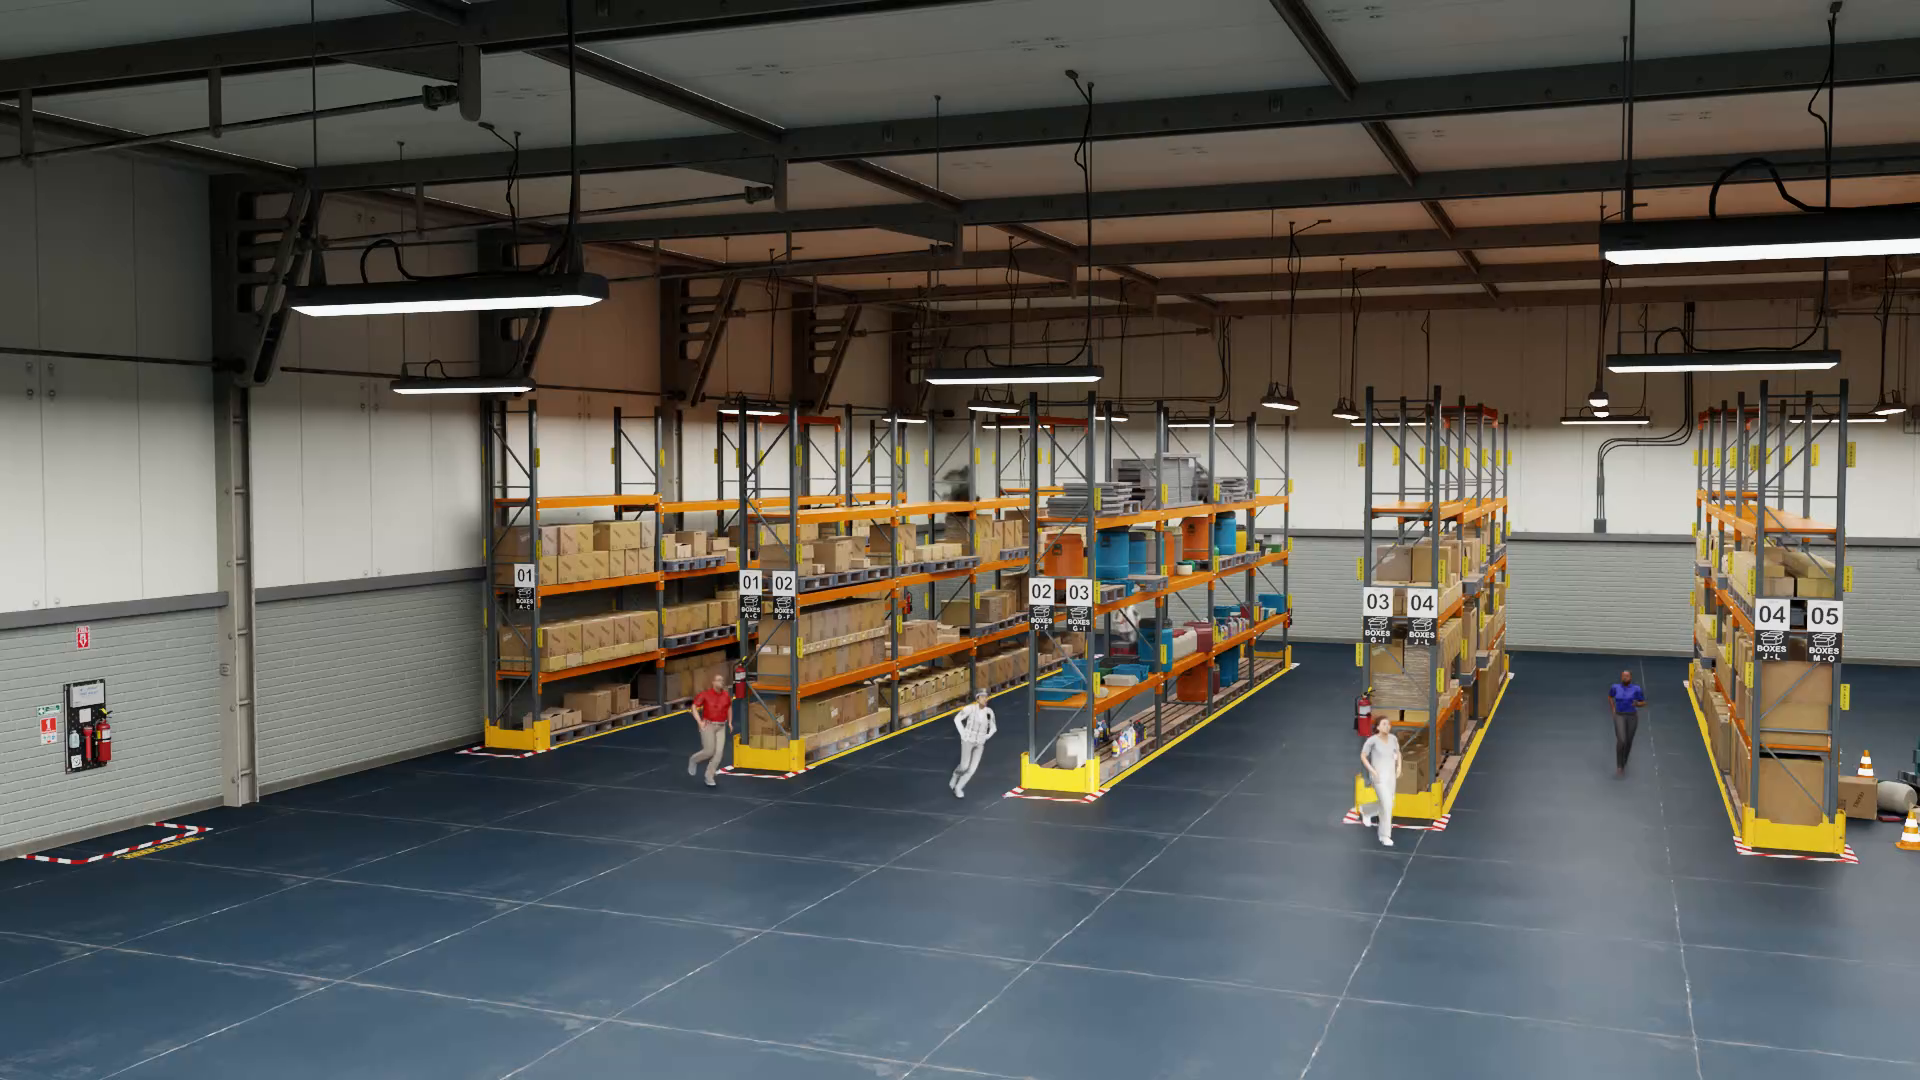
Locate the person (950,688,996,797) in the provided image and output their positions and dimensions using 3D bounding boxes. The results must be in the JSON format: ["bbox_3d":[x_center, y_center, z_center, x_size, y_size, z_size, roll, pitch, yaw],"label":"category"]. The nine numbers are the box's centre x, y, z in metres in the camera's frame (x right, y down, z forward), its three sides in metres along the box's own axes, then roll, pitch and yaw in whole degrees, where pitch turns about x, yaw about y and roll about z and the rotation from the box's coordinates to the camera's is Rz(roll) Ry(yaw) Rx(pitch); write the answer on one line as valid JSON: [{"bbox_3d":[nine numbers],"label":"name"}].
[{"bbox_3d":[0.214,2.981,24.640,0.664,1.609,0.553,-1,3,-14],"label":"person"}]

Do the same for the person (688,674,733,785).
[{"bbox_3d":[-3.785,2.907,25.678,0.706,1.656,0.674,-2,4,-38],"label":"person"}]

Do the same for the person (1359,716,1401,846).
[{"bbox_3d":[5.488,3.107,21.774,0.582,1.661,0.742,-1,3,-21],"label":"person"}]

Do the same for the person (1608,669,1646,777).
[{"bbox_3d":[10.562,2.896,26.331,0.546,1.725,0.756,1,3,16],"label":"person"}]

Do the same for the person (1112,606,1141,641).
[{"bbox_3d":[3.973,2.187,39.728,0.692,1.783,0.884,1,3,11],"label":"person"}]
